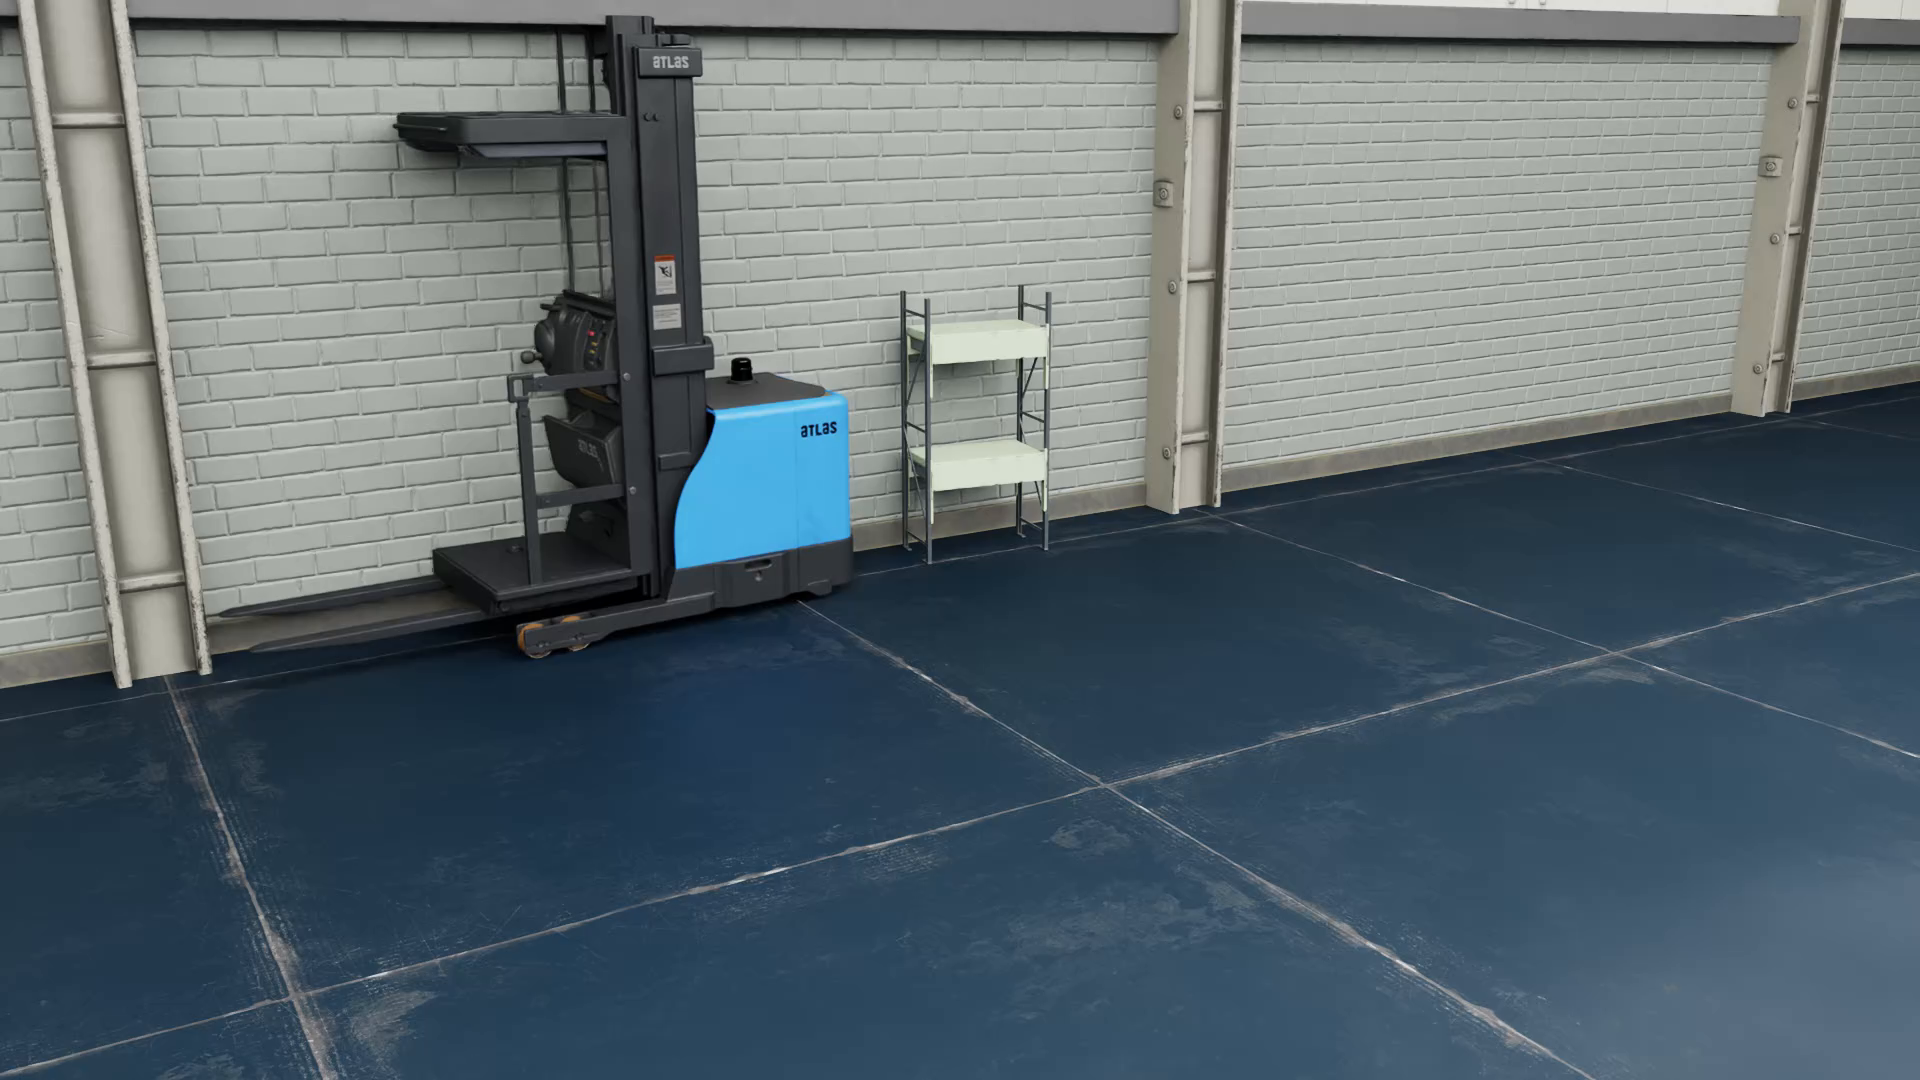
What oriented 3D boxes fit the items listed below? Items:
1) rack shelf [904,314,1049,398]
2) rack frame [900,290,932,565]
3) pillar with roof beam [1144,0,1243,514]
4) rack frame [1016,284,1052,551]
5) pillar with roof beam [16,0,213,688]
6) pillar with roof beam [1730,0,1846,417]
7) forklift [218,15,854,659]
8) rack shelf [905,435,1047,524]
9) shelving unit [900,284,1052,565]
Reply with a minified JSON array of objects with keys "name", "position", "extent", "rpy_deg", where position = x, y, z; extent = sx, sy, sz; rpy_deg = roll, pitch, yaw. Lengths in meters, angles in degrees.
[{"name":"rack shelf","position":[0.088,-1.048,9.422],"extent":[0.720,0.370,0.431],"rpy_deg":[-7,17,-22]},{"name":"rack frame","position":[-0.248,-0.633,9.390],"extent":[0.023,1.500,0.400],"rpy_deg":[-7,17,-22]},{"name":"pillar with roof beam","position":[3.647,-3.562,5.946],"extent":[0.400,9.000,9.100],"rpy_deg":[-9,18,-30]},{"name":"rack frame","position":[0.425,-0.711,9.666],"extent":[0.023,1.500,0.400],"rpy_deg":[-7,17,-22]},{"name":"pillar with roof beam","position":[-1.496,-2.728,2.970],"extent":[0.400,9.000,9.100],"rpy_deg":[-9,18,-30]},{"name":"pillar with roof beam","position":[8.791,-4.396,8.921],"extent":[0.400,9.000,9.100],"rpy_deg":[-9,18,-30]},{"name":"forklift","position":[-2.069,-1.010,8.082],"extent":[3.031,2.935,1.130],"rpy_deg":[-11,19,-33]},{"name":"rack shelf","position":[0.088,-0.358,9.616],"extent":[0.720,0.370,0.431],"rpy_deg":[-7,17,-22]},{"name":"shelving unit","position":[0.088,-0.672,9.528],"extent":[0.755,1.500,0.431],"rpy_deg":[-7,17,-22]}]
